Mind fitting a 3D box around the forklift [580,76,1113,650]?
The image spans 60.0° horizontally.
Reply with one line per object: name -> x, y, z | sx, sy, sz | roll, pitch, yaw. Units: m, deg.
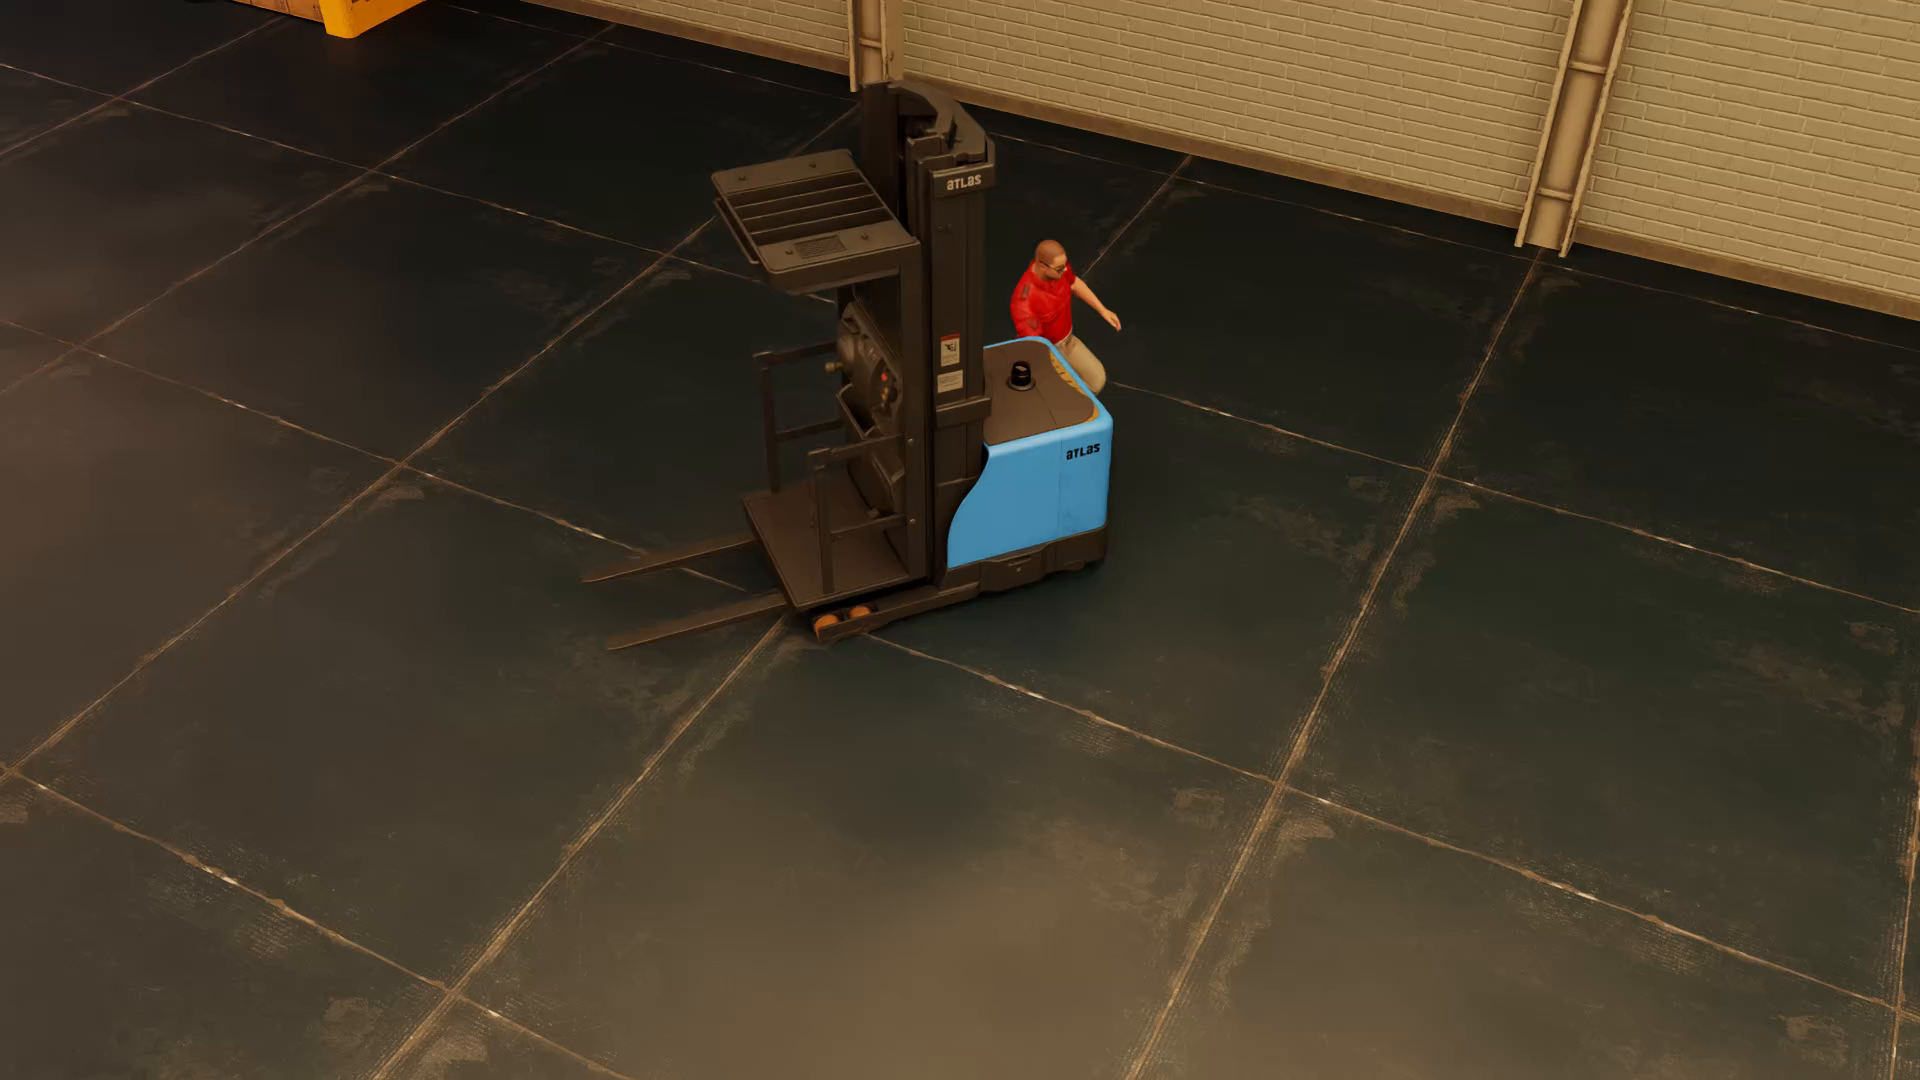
forklift -> -0.682, -0.913, 9.071 | 3.031, 2.935, 1.130 | -15, 42, -17

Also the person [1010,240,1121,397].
person -> 0.666, -1.172, 10.437 | 0.635, 1.608, 0.791 | 22, 45, 24
